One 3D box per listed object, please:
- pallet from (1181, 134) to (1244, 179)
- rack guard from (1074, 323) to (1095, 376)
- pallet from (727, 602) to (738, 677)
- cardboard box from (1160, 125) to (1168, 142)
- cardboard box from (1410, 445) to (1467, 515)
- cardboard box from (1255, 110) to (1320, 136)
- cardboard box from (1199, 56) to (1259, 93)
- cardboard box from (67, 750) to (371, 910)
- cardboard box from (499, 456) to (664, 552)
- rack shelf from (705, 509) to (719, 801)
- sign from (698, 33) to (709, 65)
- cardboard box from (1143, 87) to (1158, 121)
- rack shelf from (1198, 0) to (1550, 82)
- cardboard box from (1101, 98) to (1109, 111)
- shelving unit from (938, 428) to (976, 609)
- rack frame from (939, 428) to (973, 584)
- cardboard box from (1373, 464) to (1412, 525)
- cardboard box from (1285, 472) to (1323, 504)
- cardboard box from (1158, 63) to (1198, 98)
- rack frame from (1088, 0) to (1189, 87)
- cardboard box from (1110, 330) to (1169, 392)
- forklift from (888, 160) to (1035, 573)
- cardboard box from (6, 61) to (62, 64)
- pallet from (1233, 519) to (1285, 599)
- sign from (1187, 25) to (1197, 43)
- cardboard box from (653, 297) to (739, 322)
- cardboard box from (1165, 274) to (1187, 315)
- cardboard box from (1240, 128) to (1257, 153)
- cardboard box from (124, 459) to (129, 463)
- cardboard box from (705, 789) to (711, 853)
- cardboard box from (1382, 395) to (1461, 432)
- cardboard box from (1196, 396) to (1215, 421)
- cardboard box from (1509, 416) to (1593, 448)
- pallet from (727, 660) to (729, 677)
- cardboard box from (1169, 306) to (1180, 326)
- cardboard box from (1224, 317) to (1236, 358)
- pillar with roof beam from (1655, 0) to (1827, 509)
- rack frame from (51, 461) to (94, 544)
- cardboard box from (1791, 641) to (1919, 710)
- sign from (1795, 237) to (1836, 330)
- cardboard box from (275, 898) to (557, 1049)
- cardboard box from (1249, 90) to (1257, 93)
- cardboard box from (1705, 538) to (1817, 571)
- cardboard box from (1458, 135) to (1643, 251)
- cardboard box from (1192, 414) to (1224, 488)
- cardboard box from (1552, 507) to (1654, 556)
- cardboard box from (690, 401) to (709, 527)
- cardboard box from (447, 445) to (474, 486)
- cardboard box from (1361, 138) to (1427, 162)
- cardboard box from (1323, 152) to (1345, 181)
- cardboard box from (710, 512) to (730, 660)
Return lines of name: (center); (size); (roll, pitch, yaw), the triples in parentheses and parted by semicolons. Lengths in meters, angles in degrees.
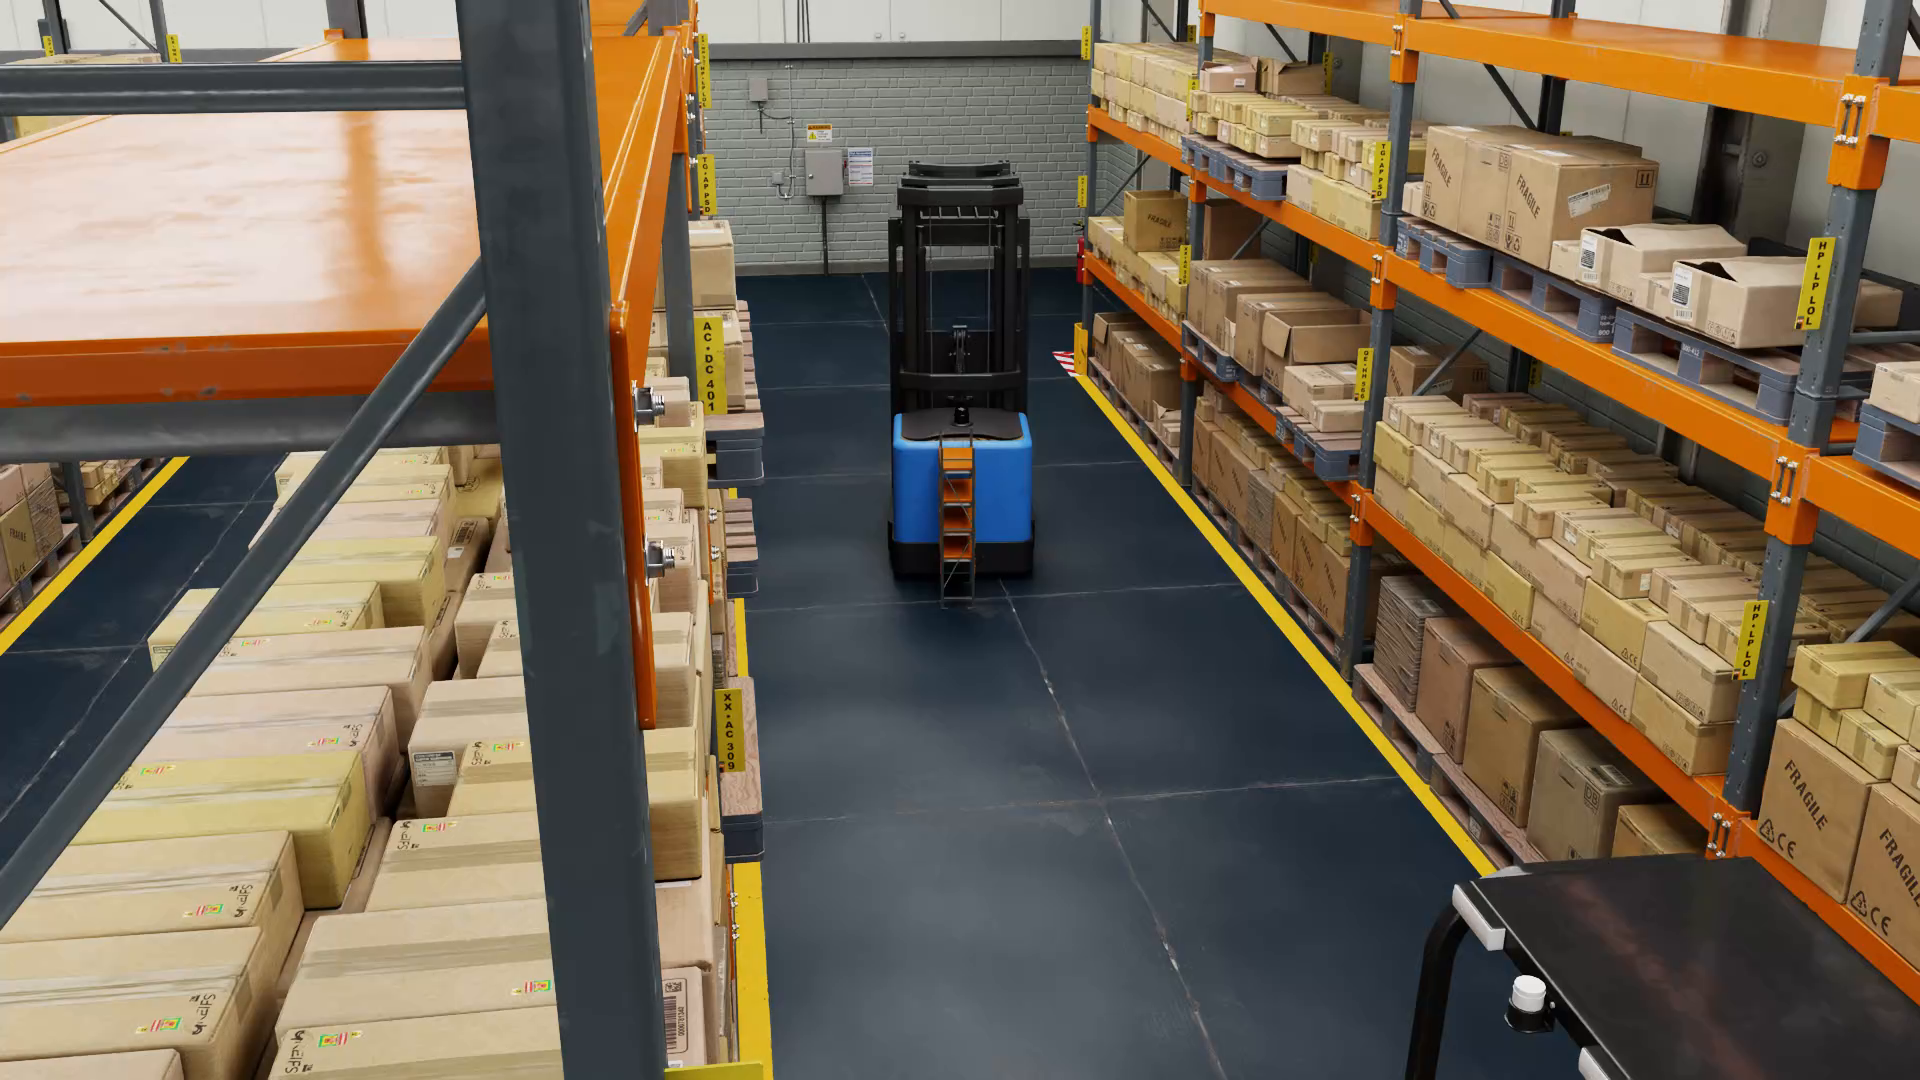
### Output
pallet: (2.431, -2.998, 12.938); (1.213, 0.211, 1.003); (-3, 21, -8)
rack guard: (1.841, -2.098, 18.119); (1.175, 0.500, 0.348); (-3, 21, -8)
pallet: (-1.967, 0.756, 10.891); (1.003, 0.211, 1.213); (-3, 21, -8)
cardboard box: (1.969, -3.571, 14.562); (0.380, 0.149, 0.250); (-3, 21, -8)
cardboard box: (2.876, -0.350, 9.366); (0.500, 0.250, 0.500); (-2, 21, -6)
cardboard box: (2.296, -2.925, 11.664); (0.380, 0.149, 0.250); (-3, 21, -7)
cardboard box: (2.104, -3.653, 13.021); (0.396, 0.266, 0.258); (-3, 21, -8)
cardboard box: (-1.156, 0.464, 2.620); (0.380, 0.149, 0.250); (-3, 21, -7)
cardboard box: (-0.924, -0.091, 4.106); (0.380, 0.149, 0.250); (-3, 21, -9)
rack shelf: (-1.063, 0.735, 3.701); (1.077, 0.370, 4.000); (-3, 21, -8)
sign: (-2.542, -4.849, 16.473); (0.100, 0.325, 0.005); (-3, 21, -8)
cardboard box: (1.941, -3.896, 14.864); (0.500, 0.250, 0.500); (-2, 21, -7)
rack shelf: (2.695, -3.504, 11.336); (1.077, 0.370, 4.000); (-3, 21, -8)
cardboard box: (1.646, -4.461, 16.944); (0.380, 0.149, 0.250); (-2, 21, -7)
shelving unit: (-0.022, -0.156, 11.920); (0.258, 1.200, 0.503); (-1, 20, -1)
rack frame: (-0.029, -0.242, 12.149); (0.240, 1.200, 0.015); (-1, 20, -1)
cardboard box: (2.805, -0.289, 9.918); (0.500, 0.250, 0.500); (-3, 21, -8)
cardboard box: (2.567, -0.380, 11.991); (0.380, 0.149, 0.250); (-3, 21, -9)
cardboard box: (2.014, -3.957, 14.310); (0.500, 0.250, 0.500); (-3, 21, -9)
rack frame: (1.830, -6.106, 16.702); (1.000, 3.000, 0.127); (-3, 21, -8)
cardboard box: (1.909, -1.807, 16.738); (0.700, 0.500, 0.500); (-2, 21, -6)
forklift: (-0.016, -1.592, 13.289); (1.130, 2.935, 3.031); (-1, 20, -1)
cardboard box: (-8.124, -4.120, 14.604); (0.380, 0.149, 0.250); (-3, 21, -7)
pallet: (2.740, 0.099, 12.650); (1.003, 0.211, 1.213); (-3, 21, -8)
sign: (2.382, -5.136, 17.129); (0.100, 0.325, 0.005); (-3, 21, -8)
cardboard box: (-1.113, -0.819, 6.448); (0.500, 0.250, 0.500); (-3, 21, -8)
cardboard box: (2.092, -2.144, 14.457); (0.500, 0.250, 0.500); (-2, 21, -6)
cardboard box: (2.233, -2.876, 11.958); (0.380, 0.149, 0.250); (-2, 21, -6)
cardboard box: (-7.408, -0.730, 14.358); (0.380, 0.149, 0.250); (-4, 21, -10)
cardboard box: (-0.692, 0.630, 3.314); (0.380, 0.149, 0.250); (-3, 21, -7)
cardboard box: (2.738, -0.751, 9.870); (0.380, 0.149, 0.250); (-2, 21, -6)
cardboard box: (2.195, -1.102, 13.926); (0.380, 0.149, 0.250); (-2, 21, -5)
cardboard box: (3.355, -0.596, 9.455); (0.380, 0.149, 0.250); (-3, 21, -8)
pallet: (-1.602, 0.499, 7.866); (1.003, 0.211, 1.213); (-3, 21, -8)
cardboard box: (2.052, -1.979, 14.588); (0.380, 0.149, 0.250); (-2, 21, -6)
cardboard box: (2.227, -1.544, 12.654); (0.396, 0.266, 0.258); (-2, 21, -5)
pillar with roof beam: (-0.197, -2.713, 7.618); (9.100, 9.000, 0.400); (-3, 21, -8)
rack frame: (-7.389, -1.374, 12.608); (1.000, 3.000, 0.127); (-3, 21, -8)
cardboard box: (3.312, 0.495, 6.109); (0.380, 0.149, 0.250); (-2, 21, -7)
sign: (3.024, -0.905, 5.875); (0.100, 0.325, 0.005); (-3, 21, -8)
cardboard box: (-0.676, 0.615, 2.214); (0.380, 0.149, 0.250); (-3, 21, -8)
cardboard box: (2.616, -3.805, 13.903); (0.500, 0.250, 0.500); (-3, 21, -8)
cardboard box: (3.642, 0.107, 7.573); (0.380, 0.149, 0.250); (-3, 21, -8)
cardboard box: (3.018, -1.788, 8.544); (0.700, 0.500, 0.500); (-3, 21, -9)
cardboard box: (2.254, -0.757, 13.929); (0.500, 0.500, 0.500); (-2, 21, -5)
cardboard box: (3.077, -0.039, 7.964); (0.380, 0.149, 0.250); (-3, 21, -7)
cardboard box: (-1.021, -0.223, 5.029); (0.500, 0.250, 0.500); (-3, 21, -8)
cardboard box: (-1.534, -0.244, 4.515); (0.380, 0.149, 0.250); (-4, 21, -10)
cardboard box: (2.707, -2.387, 10.252); (0.380, 0.149, 0.250); (-4, 21, -10)
cardboard box: (2.584, -2.425, 10.778); (0.380, 0.149, 0.250); (-3, 21, -8)
cardboard box: (-1.266, 0.206, 7.209); (0.500, 0.500, 0.500); (-3, 21, -8)
